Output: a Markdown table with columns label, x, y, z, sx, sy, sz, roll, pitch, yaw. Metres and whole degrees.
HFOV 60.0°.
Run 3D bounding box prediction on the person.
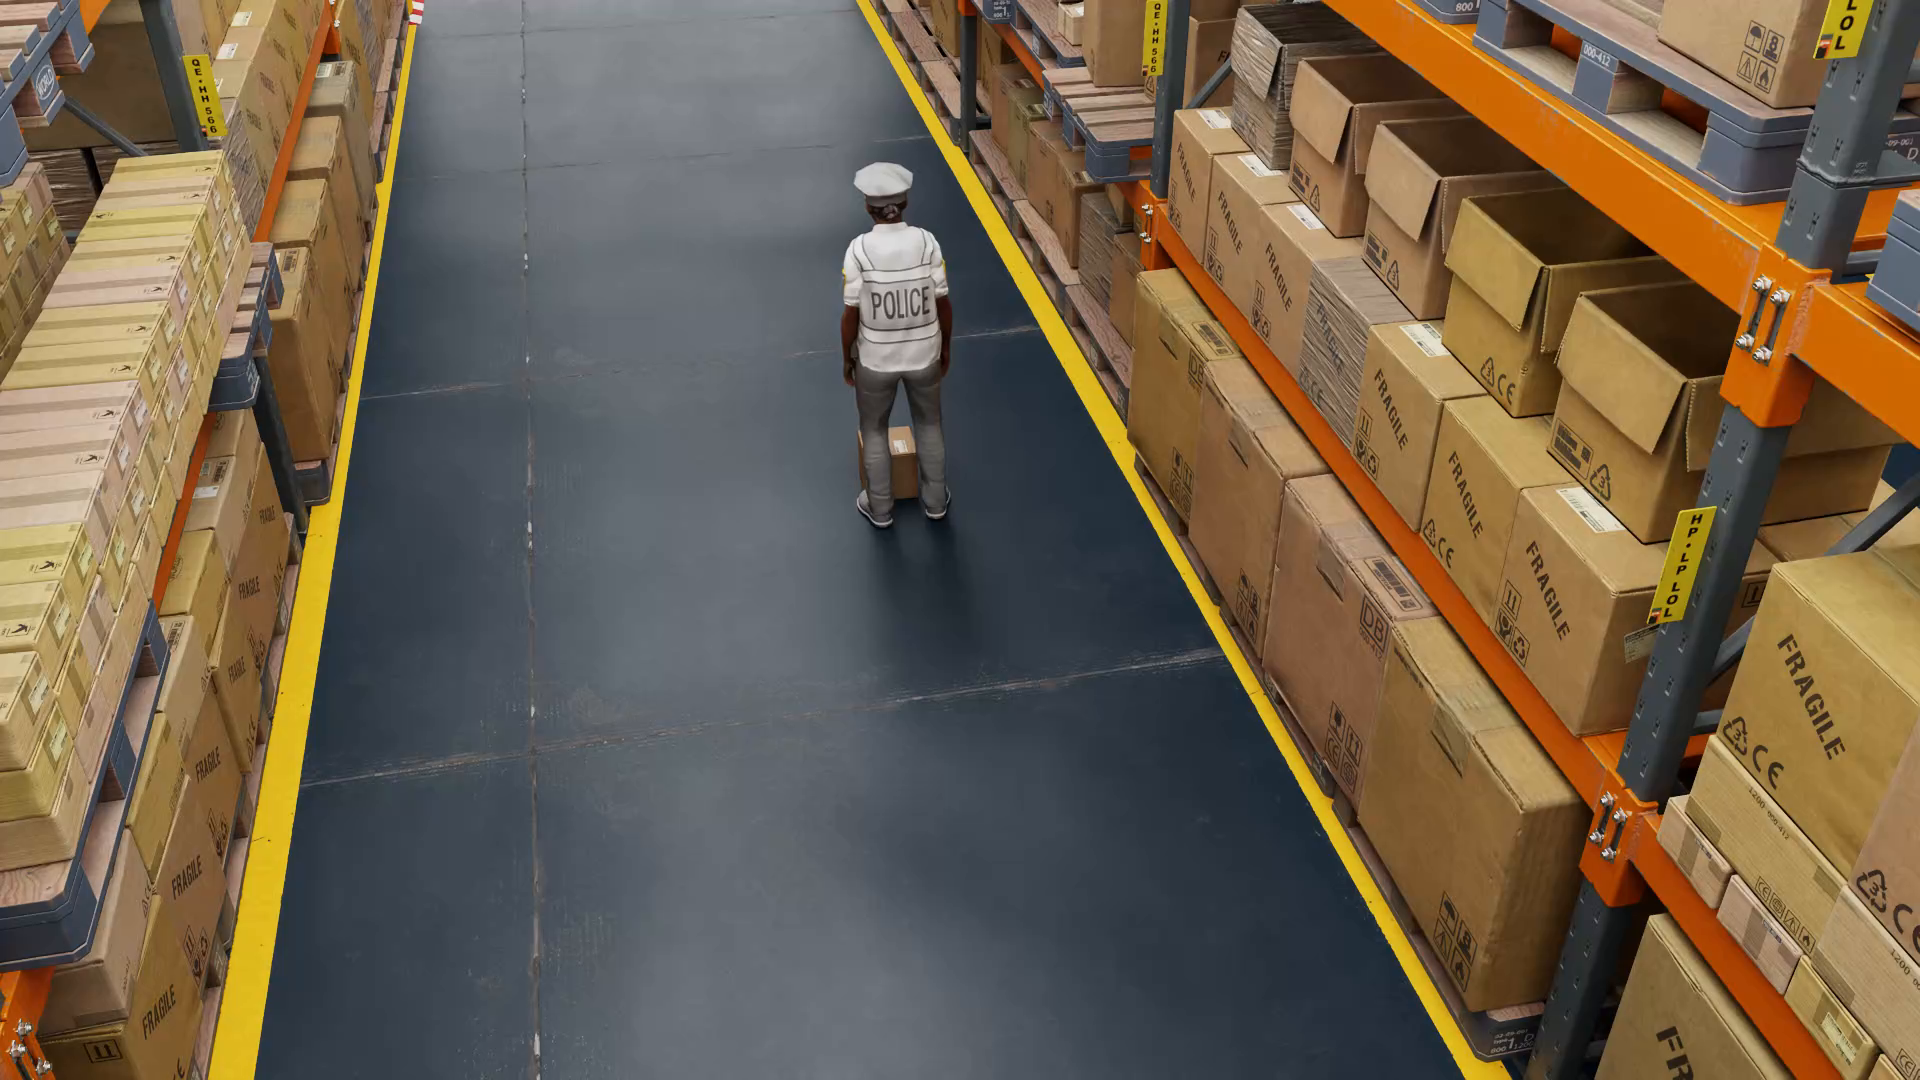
| label | x | y | z | sx | sy | sz | roll | pitch | yaw |
| --- | --- | --- | --- | --- | --- | --- | --- | --- | --- |
| person | -0.273 | -0.812 | 7.324 | 0.503 | 1.656 | 0.397 | -7 | 35 | -11 |
